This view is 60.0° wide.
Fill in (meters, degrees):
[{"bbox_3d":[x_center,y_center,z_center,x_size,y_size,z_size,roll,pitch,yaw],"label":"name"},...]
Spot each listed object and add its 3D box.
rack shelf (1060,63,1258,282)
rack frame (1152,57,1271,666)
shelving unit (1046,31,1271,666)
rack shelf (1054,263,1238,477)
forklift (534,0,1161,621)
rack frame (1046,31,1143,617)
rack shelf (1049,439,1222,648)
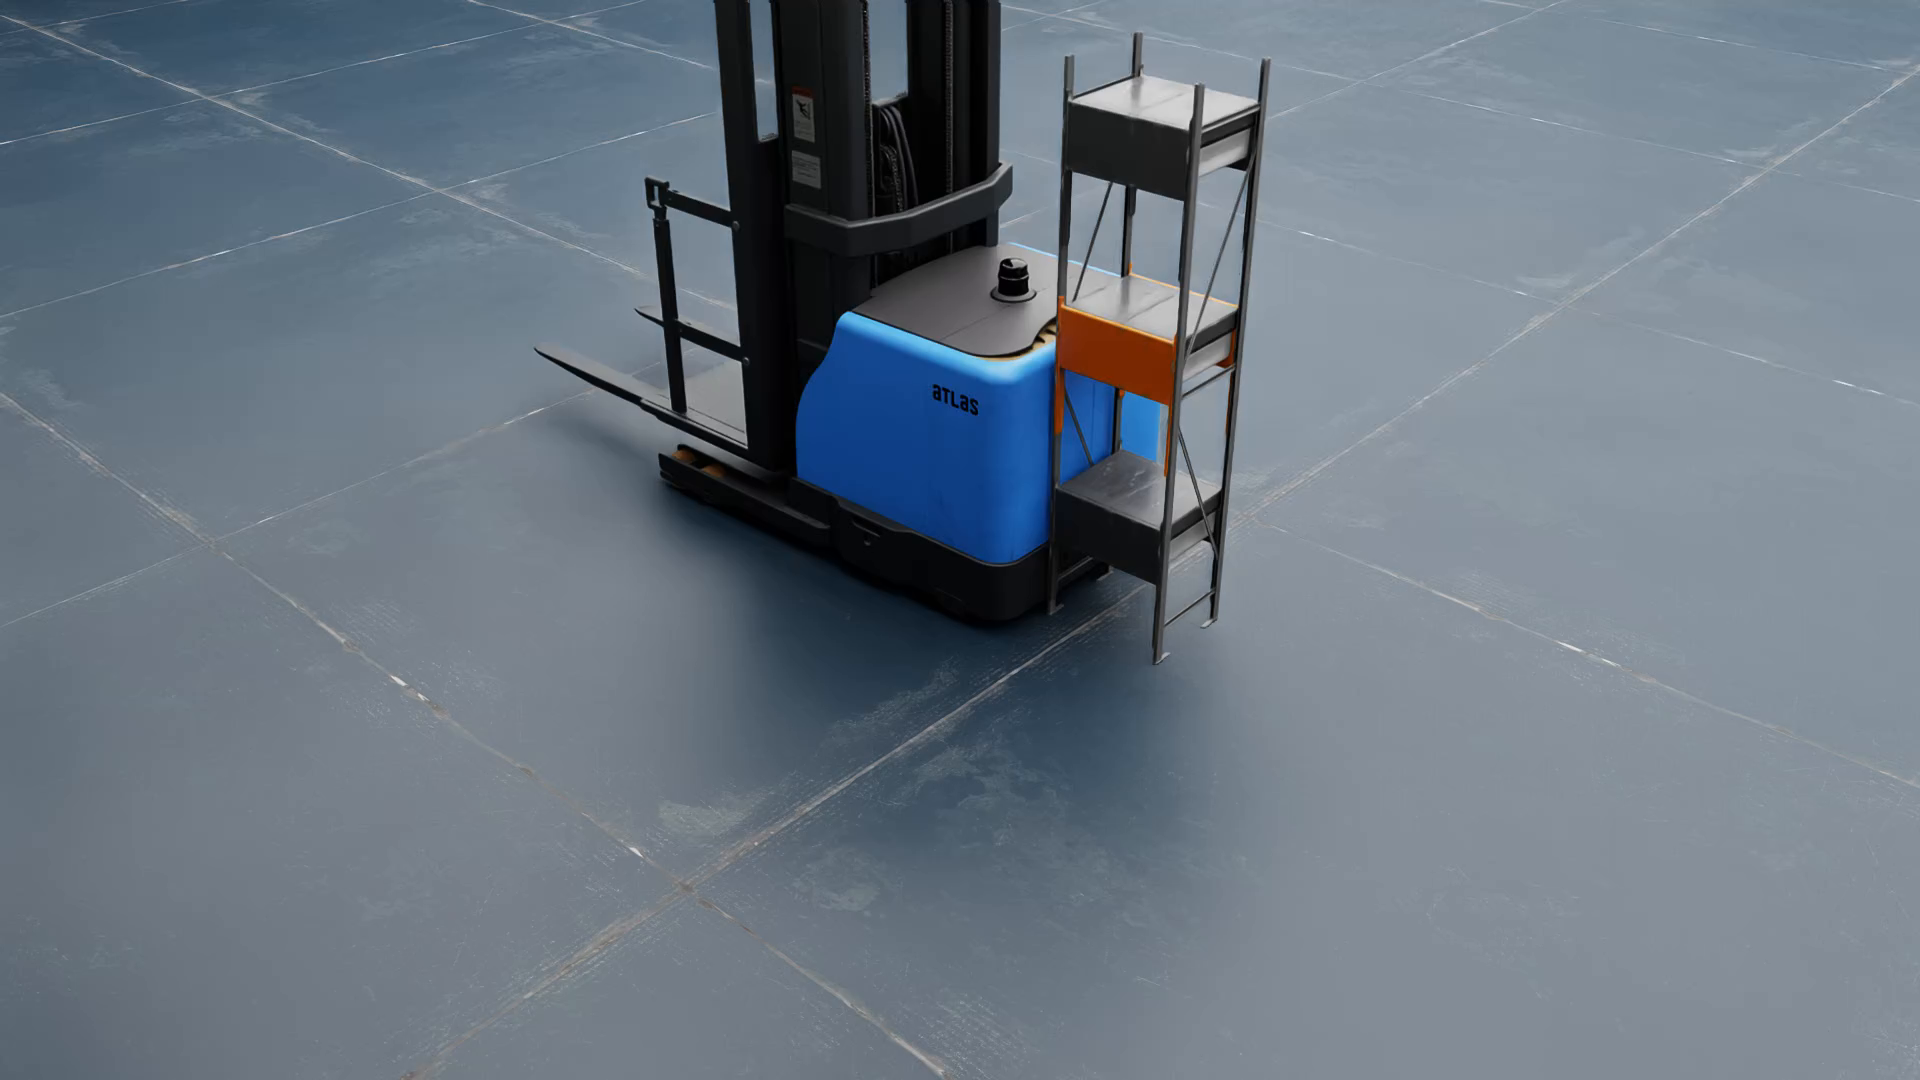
[{"bbox_3d":[0.647,-1.195,5.369,0.480,0.518,0.431,24,39,34],"label":"rack shelf"},{"bbox_3d":[0.831,-0.524,5.585,0.015,2.100,0.400,24,39,34],"label":"rack frame"},{"bbox_3d":[0.647,-0.607,5.723,0.503,2.100,0.431,24,39,34],"label":"shelving unit"},{"bbox_3d":[0.647,-0.595,5.730,0.480,0.518,0.431,24,39,34],"label":"rack shelf"},{"bbox_3d":[-0.647,-1.590,6.549,3.031,2.935,1.130,24,39,34],"label":"forklift"},{"bbox_3d":[0.463,-0.690,5.860,0.015,2.100,0.400,24,39,34],"label":"rack frame"},{"bbox_3d":[0.647,0.004,6.091,0.480,0.518,0.431,24,39,34],"label":"rack shelf"}]
